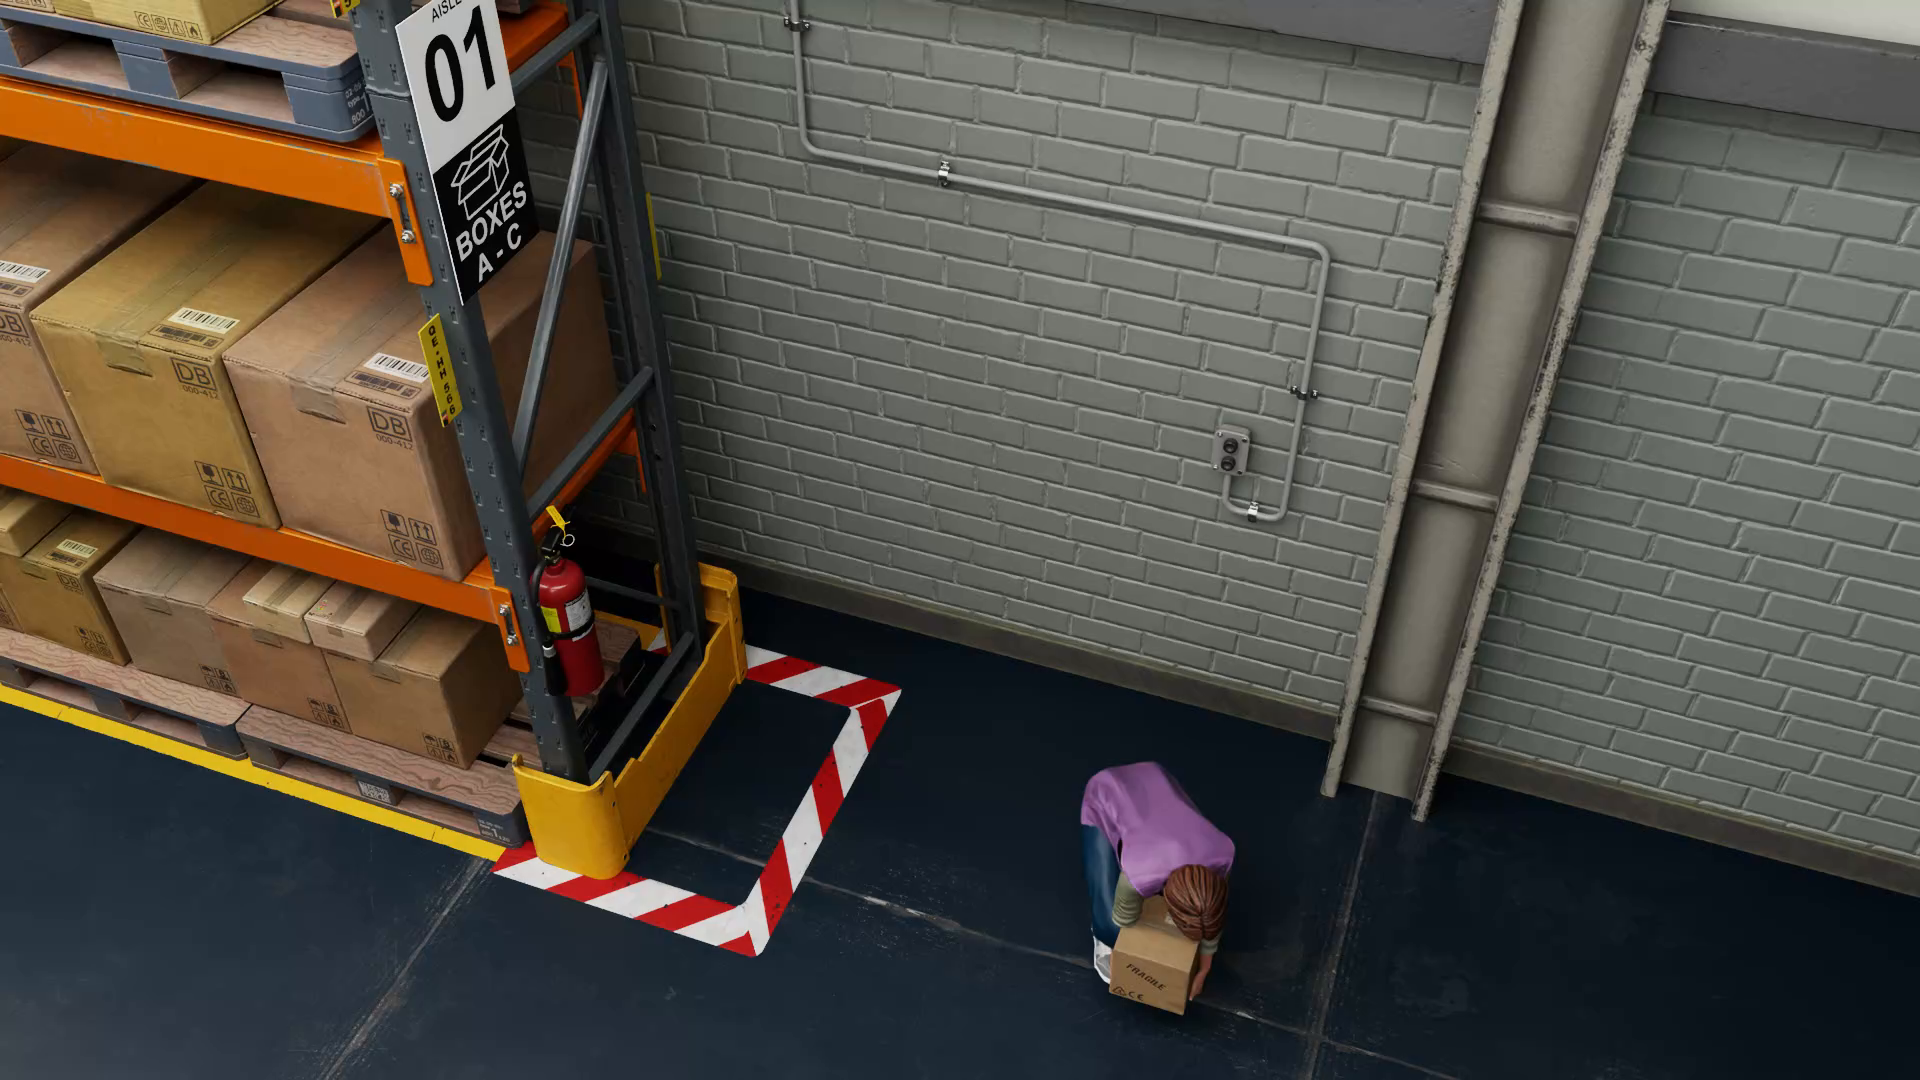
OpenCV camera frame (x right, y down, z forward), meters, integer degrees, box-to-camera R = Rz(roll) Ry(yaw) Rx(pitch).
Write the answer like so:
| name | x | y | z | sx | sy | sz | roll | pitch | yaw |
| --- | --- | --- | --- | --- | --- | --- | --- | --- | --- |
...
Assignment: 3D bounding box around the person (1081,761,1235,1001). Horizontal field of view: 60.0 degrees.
| name | x | y | z | sx | sy | sz | roll | pitch | yaw |
| --- | --- | --- | --- | --- | --- | --- | --- | --- | --- |
| person | 0.634 | 1.149 | 5.402 | 0.426 | 0.921 | 0.817 | -7 | 43 | -7 |
